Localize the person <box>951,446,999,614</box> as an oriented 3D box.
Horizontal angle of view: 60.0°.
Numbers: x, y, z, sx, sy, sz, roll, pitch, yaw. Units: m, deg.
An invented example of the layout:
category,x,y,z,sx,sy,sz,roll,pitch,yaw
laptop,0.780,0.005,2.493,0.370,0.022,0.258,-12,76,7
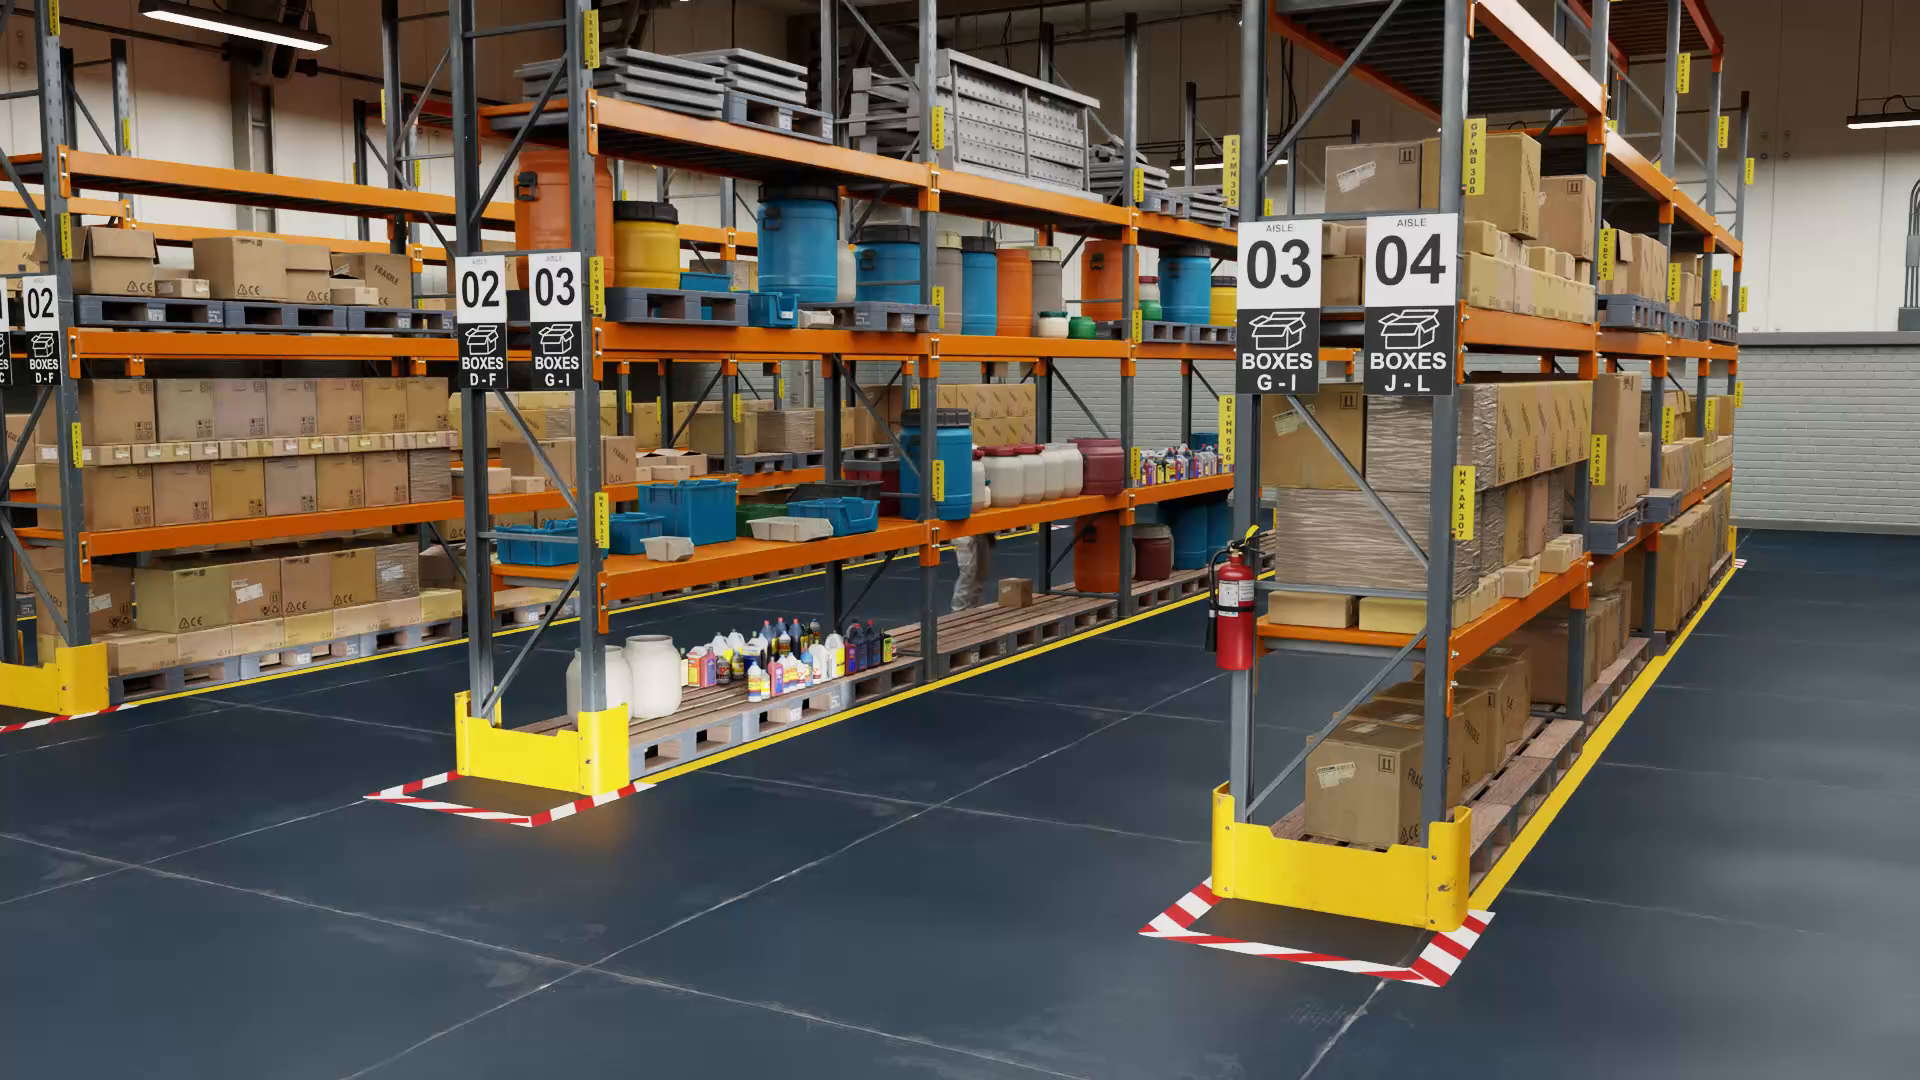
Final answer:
category,x,y,z,sx,sy,sz,roll,pitch,yaw
person,0.125,-0.053,16.592,0.389,1.763,0.557,3,7,29
